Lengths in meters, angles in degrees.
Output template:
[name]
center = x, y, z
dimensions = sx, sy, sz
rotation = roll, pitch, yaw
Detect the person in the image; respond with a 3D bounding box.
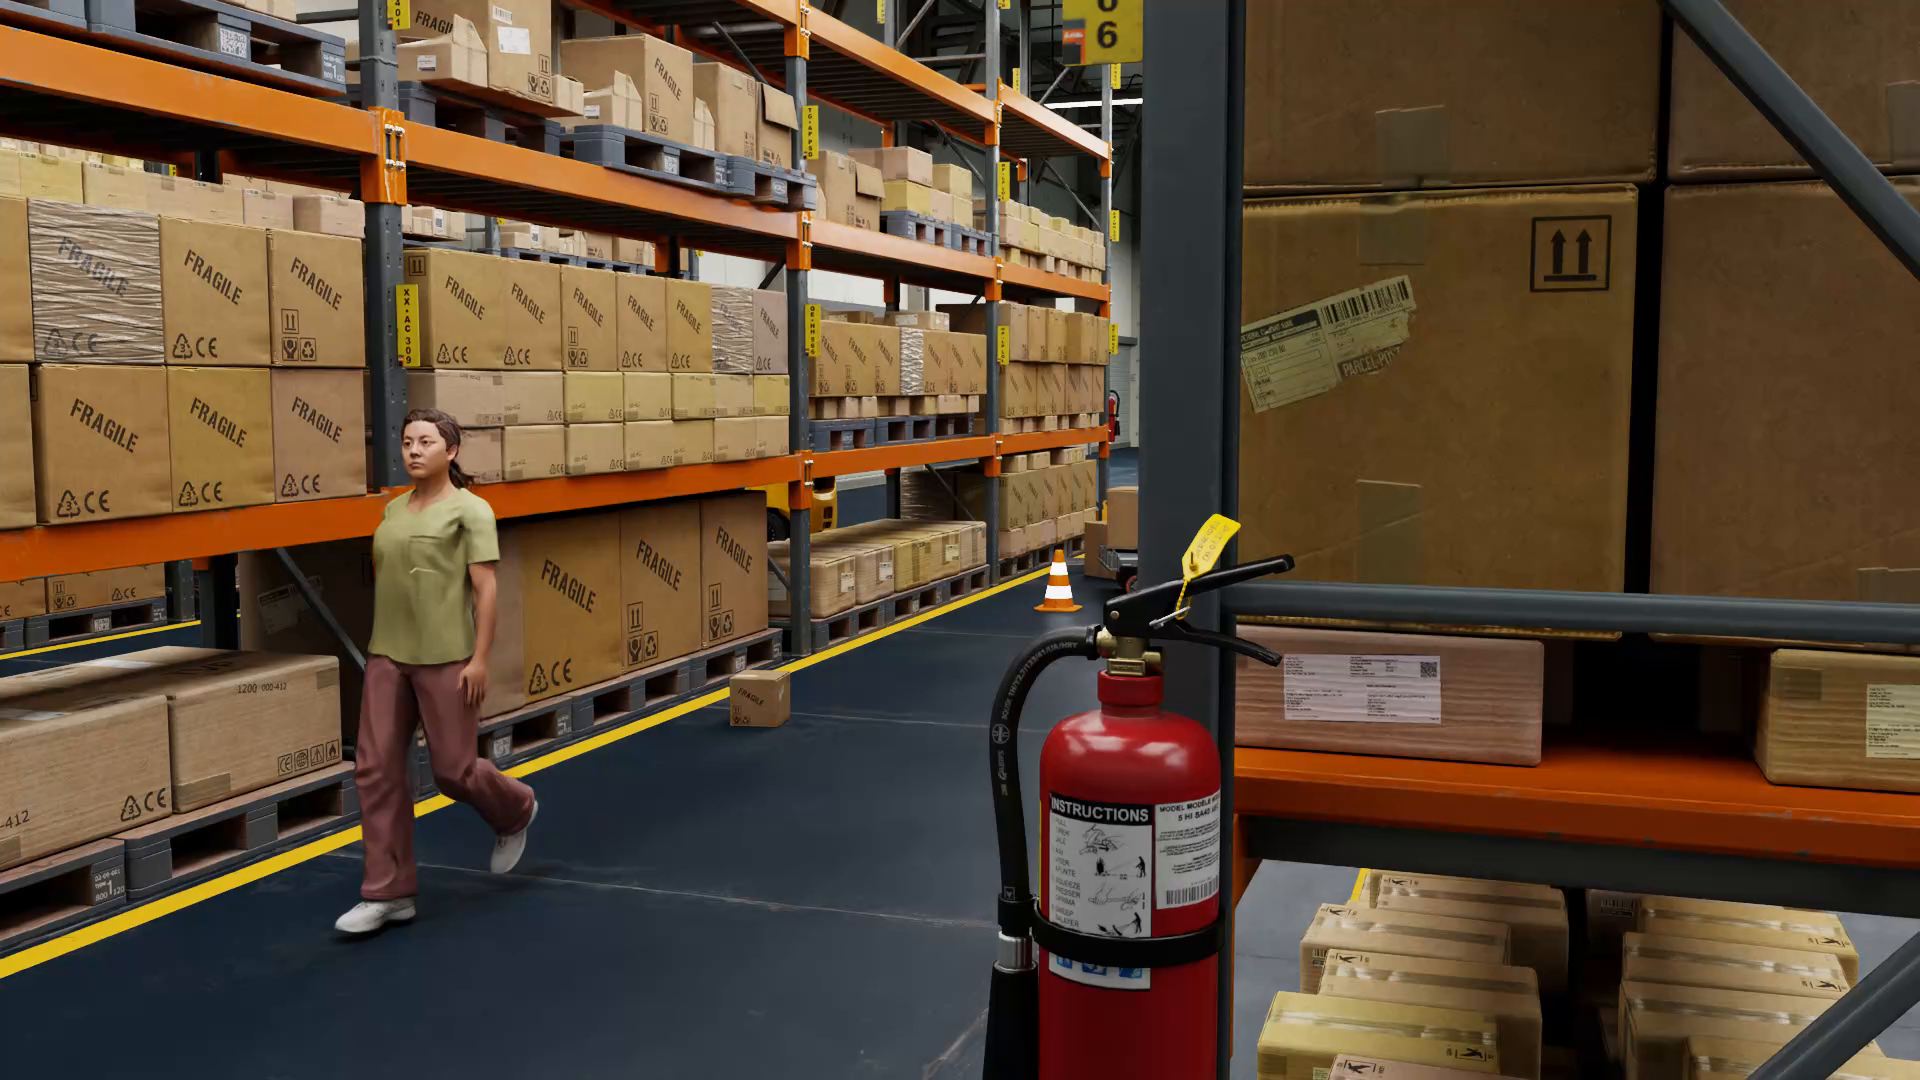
[person]
center = -1.718, 0.392, 5.435
dimensions = 0.457, 1.639, 0.828
rotation = 2, 6, 19
